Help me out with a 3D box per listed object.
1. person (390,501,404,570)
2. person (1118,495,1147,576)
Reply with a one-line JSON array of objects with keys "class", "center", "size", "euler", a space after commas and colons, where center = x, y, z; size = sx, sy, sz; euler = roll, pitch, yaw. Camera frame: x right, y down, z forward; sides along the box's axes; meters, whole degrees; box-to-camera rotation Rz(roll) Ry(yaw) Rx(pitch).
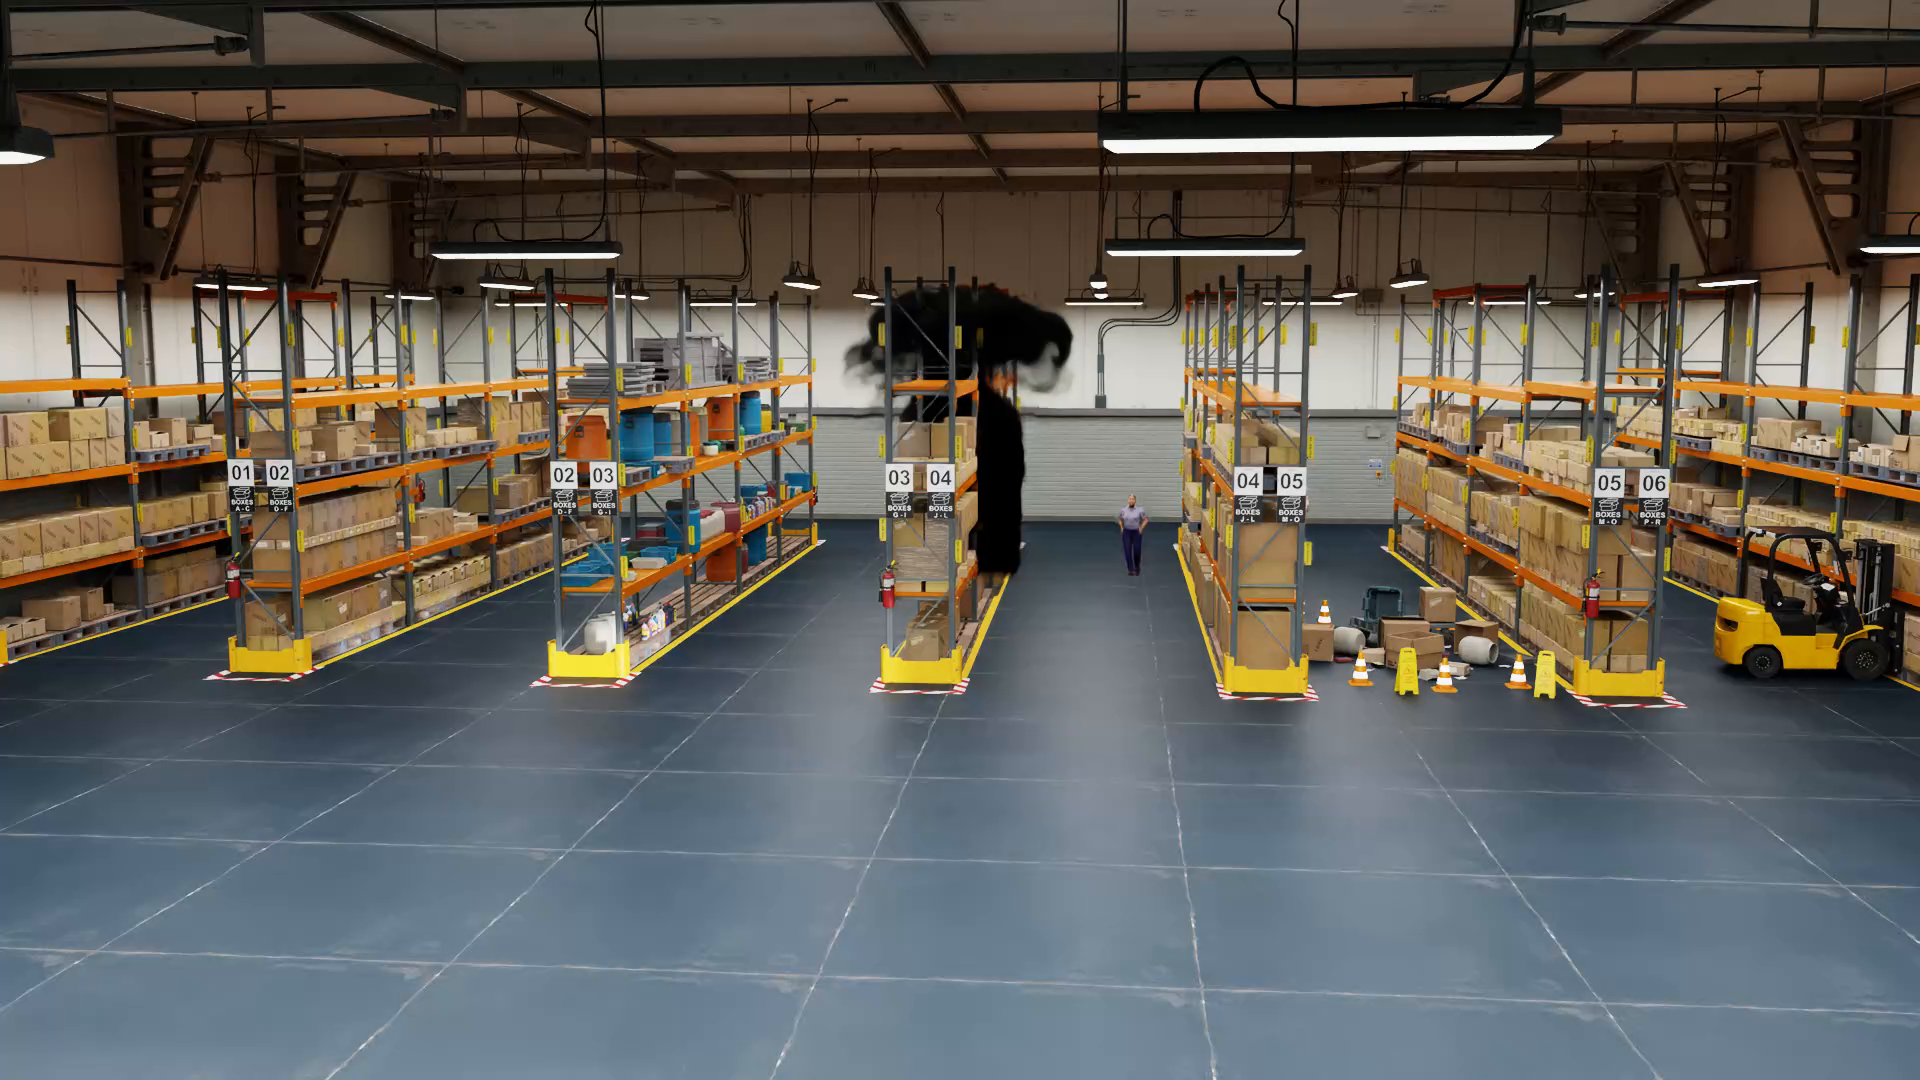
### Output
[{"class": "person", "center": [-11.660, 0.000, 34.436], "size": [0.587, 1.664, 1.008], "euler": [1, 7, 6]}, {"class": "person", "center": [3.418, -0.088, 33.059], "size": [0.586, 1.628, 0.487], "euler": [1, 7, 12]}]
